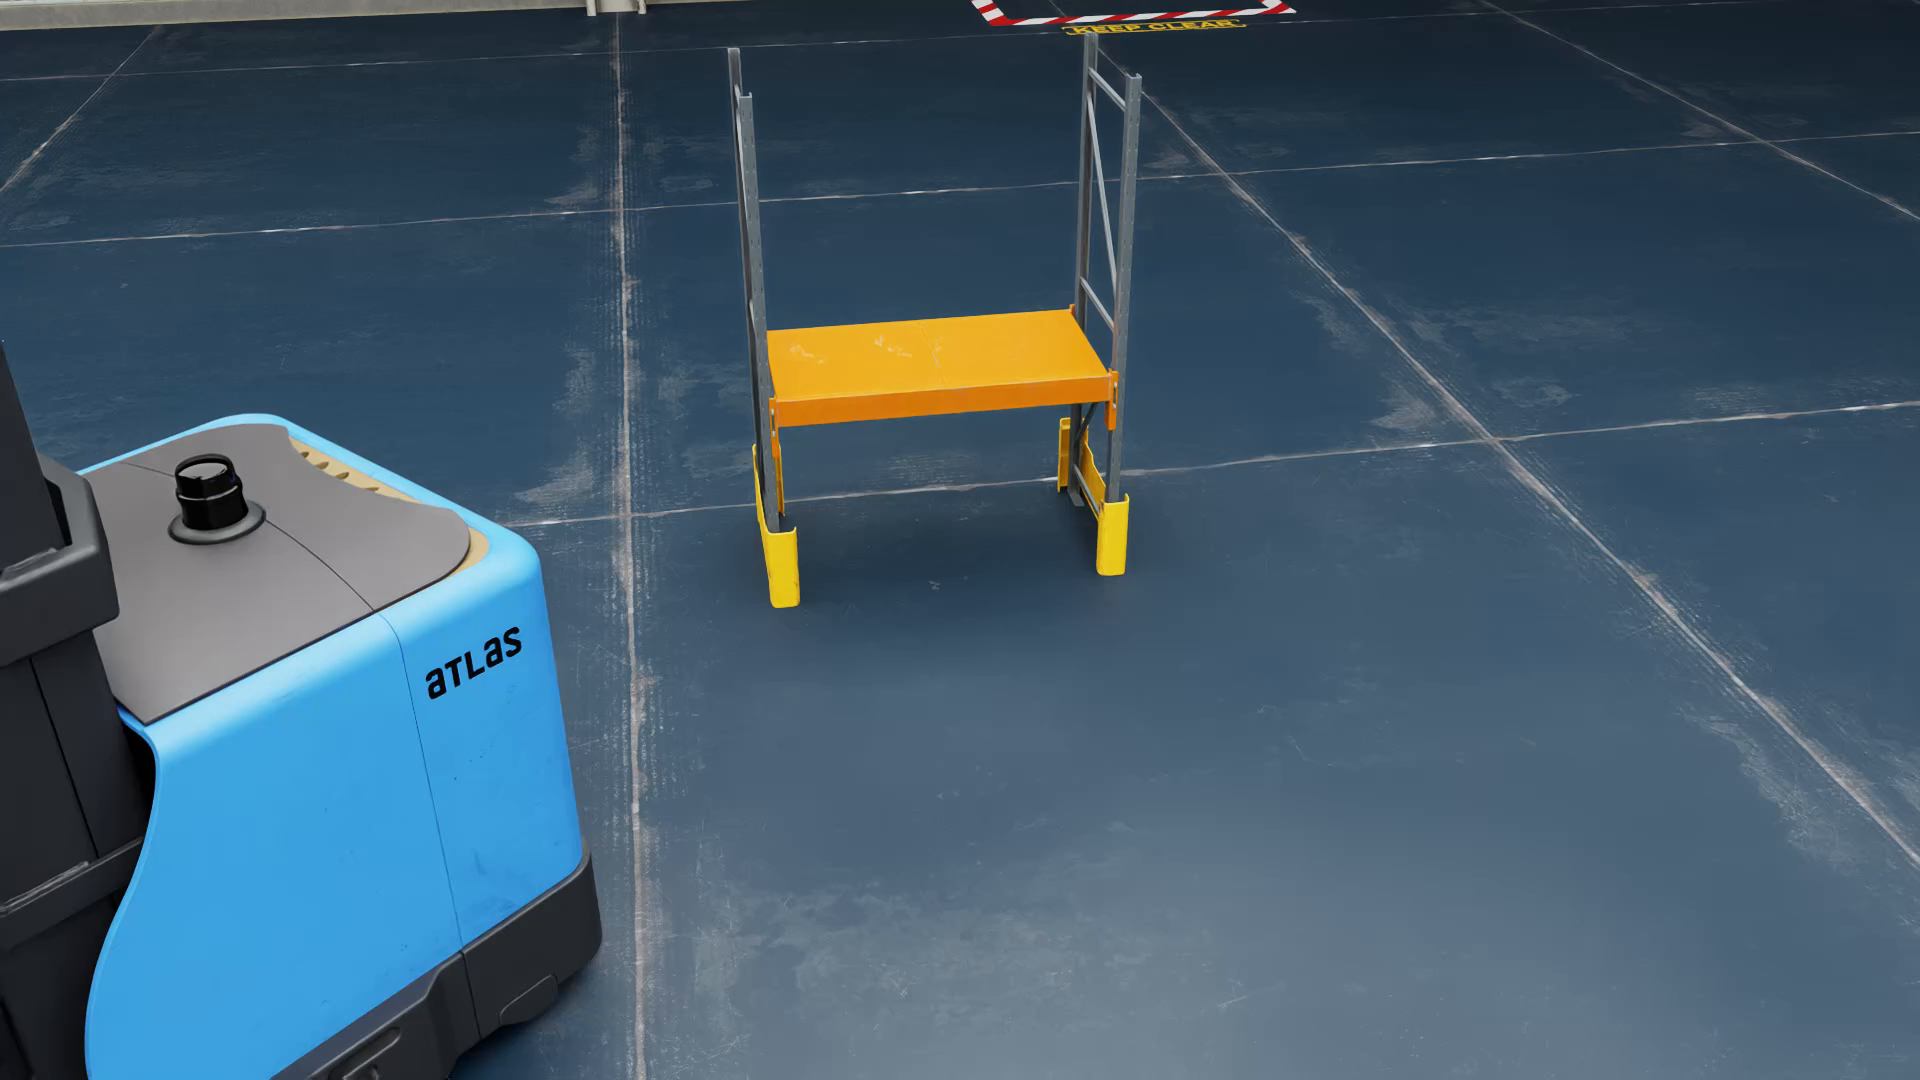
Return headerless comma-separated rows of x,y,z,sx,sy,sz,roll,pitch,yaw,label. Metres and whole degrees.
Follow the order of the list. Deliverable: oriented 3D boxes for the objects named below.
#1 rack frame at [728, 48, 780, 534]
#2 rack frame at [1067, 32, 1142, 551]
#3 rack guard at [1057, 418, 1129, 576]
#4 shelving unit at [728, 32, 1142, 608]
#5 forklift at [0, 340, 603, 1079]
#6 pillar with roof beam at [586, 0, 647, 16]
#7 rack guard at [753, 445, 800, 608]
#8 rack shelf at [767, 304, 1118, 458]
-0.584,-0.592,4.778,0.032,1.500,0.500,-5,31,-9,rack frame
0.416,-0.685,4.936,0.032,1.500,0.500,-5,31,-9,rack frame
0.415,-0.146,5.252,0.087,0.250,0.587,-5,31,-9,rack guard
-0.075,-0.640,4.858,1.083,1.500,0.587,-5,31,-9,shelving unit
-2.093,0.098,2.191,1.130,2.935,3.031,22,37,33,forklift
-1.591,-5.394,5.545,0.400,9.000,9.100,-5,31,-9,pillar with roof beam
-0.565,-0.055,5.097,0.087,0.250,0.587,-5,31,-9,rack guard
-0.084,-0.484,4.948,1.000,0.185,0.538,-5,31,-9,rack shelf
